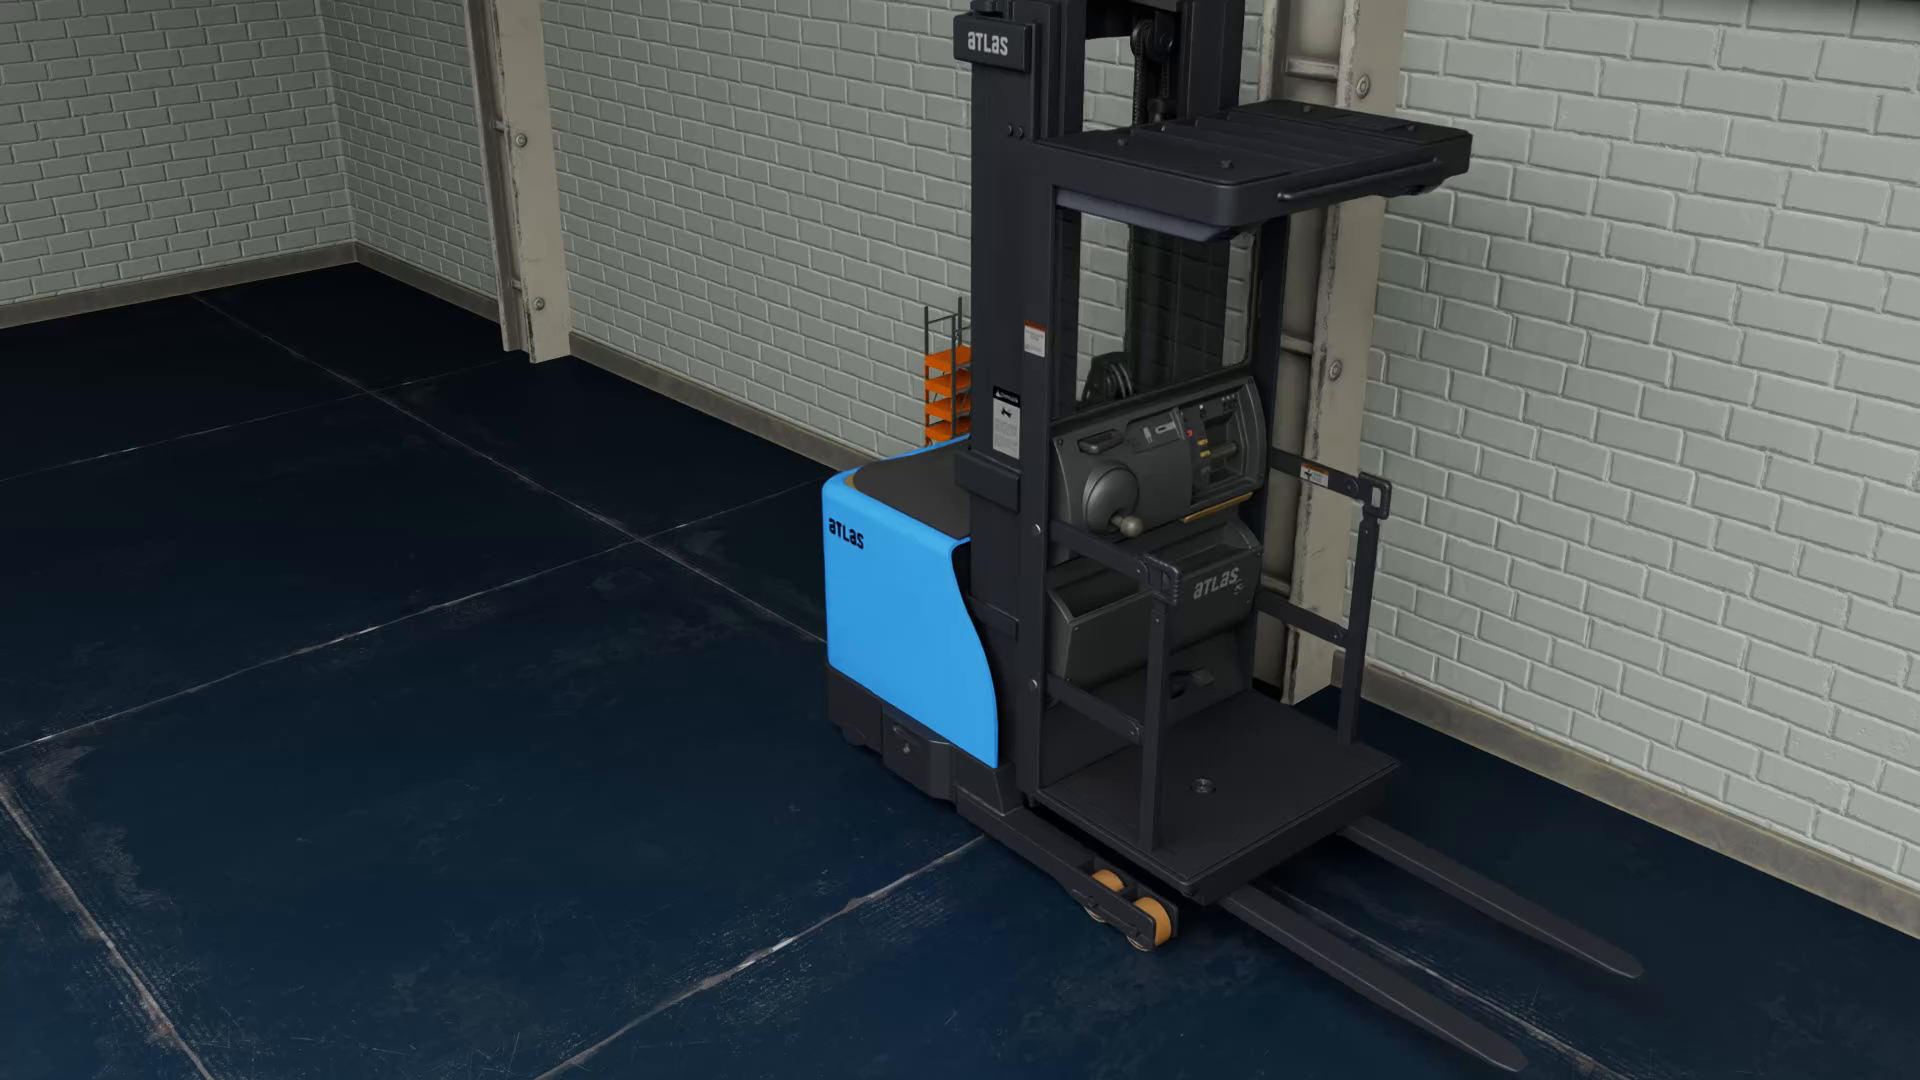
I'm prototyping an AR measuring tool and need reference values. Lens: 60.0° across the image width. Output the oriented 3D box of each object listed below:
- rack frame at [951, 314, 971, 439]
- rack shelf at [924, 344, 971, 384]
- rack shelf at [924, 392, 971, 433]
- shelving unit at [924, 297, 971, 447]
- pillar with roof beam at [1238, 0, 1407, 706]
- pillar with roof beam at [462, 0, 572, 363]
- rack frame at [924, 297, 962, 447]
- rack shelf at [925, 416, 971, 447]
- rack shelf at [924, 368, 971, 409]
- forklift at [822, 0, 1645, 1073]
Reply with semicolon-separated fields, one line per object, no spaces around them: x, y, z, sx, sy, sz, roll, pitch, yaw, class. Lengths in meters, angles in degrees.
0.049;-0.520;7.944;0.240;1.200;0.006;-22;32;-39;rack frame
-0.015;-0.834;7.872;0.258;0.103;0.180;-22;32;-39;rack shelf
-0.015;-0.616;7.972;0.258;0.103;0.180;-22;32;-39;rack shelf
-0.015;-0.547;8.003;0.258;1.200;0.189;-22;32;-39;shelving unit
-1.820;-2.300;2.449;9.100;9.000;0.400;-21;32;-38;pillar with roof beam
-5.921;-4.117;6.433;9.100;9.000;0.400;-21;32;-38;pillar with roof beam
-0.079;-0.574;8.063;0.240;1.200;0.006;-22;32;-39;rack frame
-0.015;-0.507;8.022;0.258;0.103;0.180;-22;32;-39;rack shelf
-0.015;-0.725;7.922;0.258;0.103;0.180;-22;32;-39;rack shelf
0.801;-0.249;5.265;1.130;2.935;3.031;-19;31;-36;forklift
